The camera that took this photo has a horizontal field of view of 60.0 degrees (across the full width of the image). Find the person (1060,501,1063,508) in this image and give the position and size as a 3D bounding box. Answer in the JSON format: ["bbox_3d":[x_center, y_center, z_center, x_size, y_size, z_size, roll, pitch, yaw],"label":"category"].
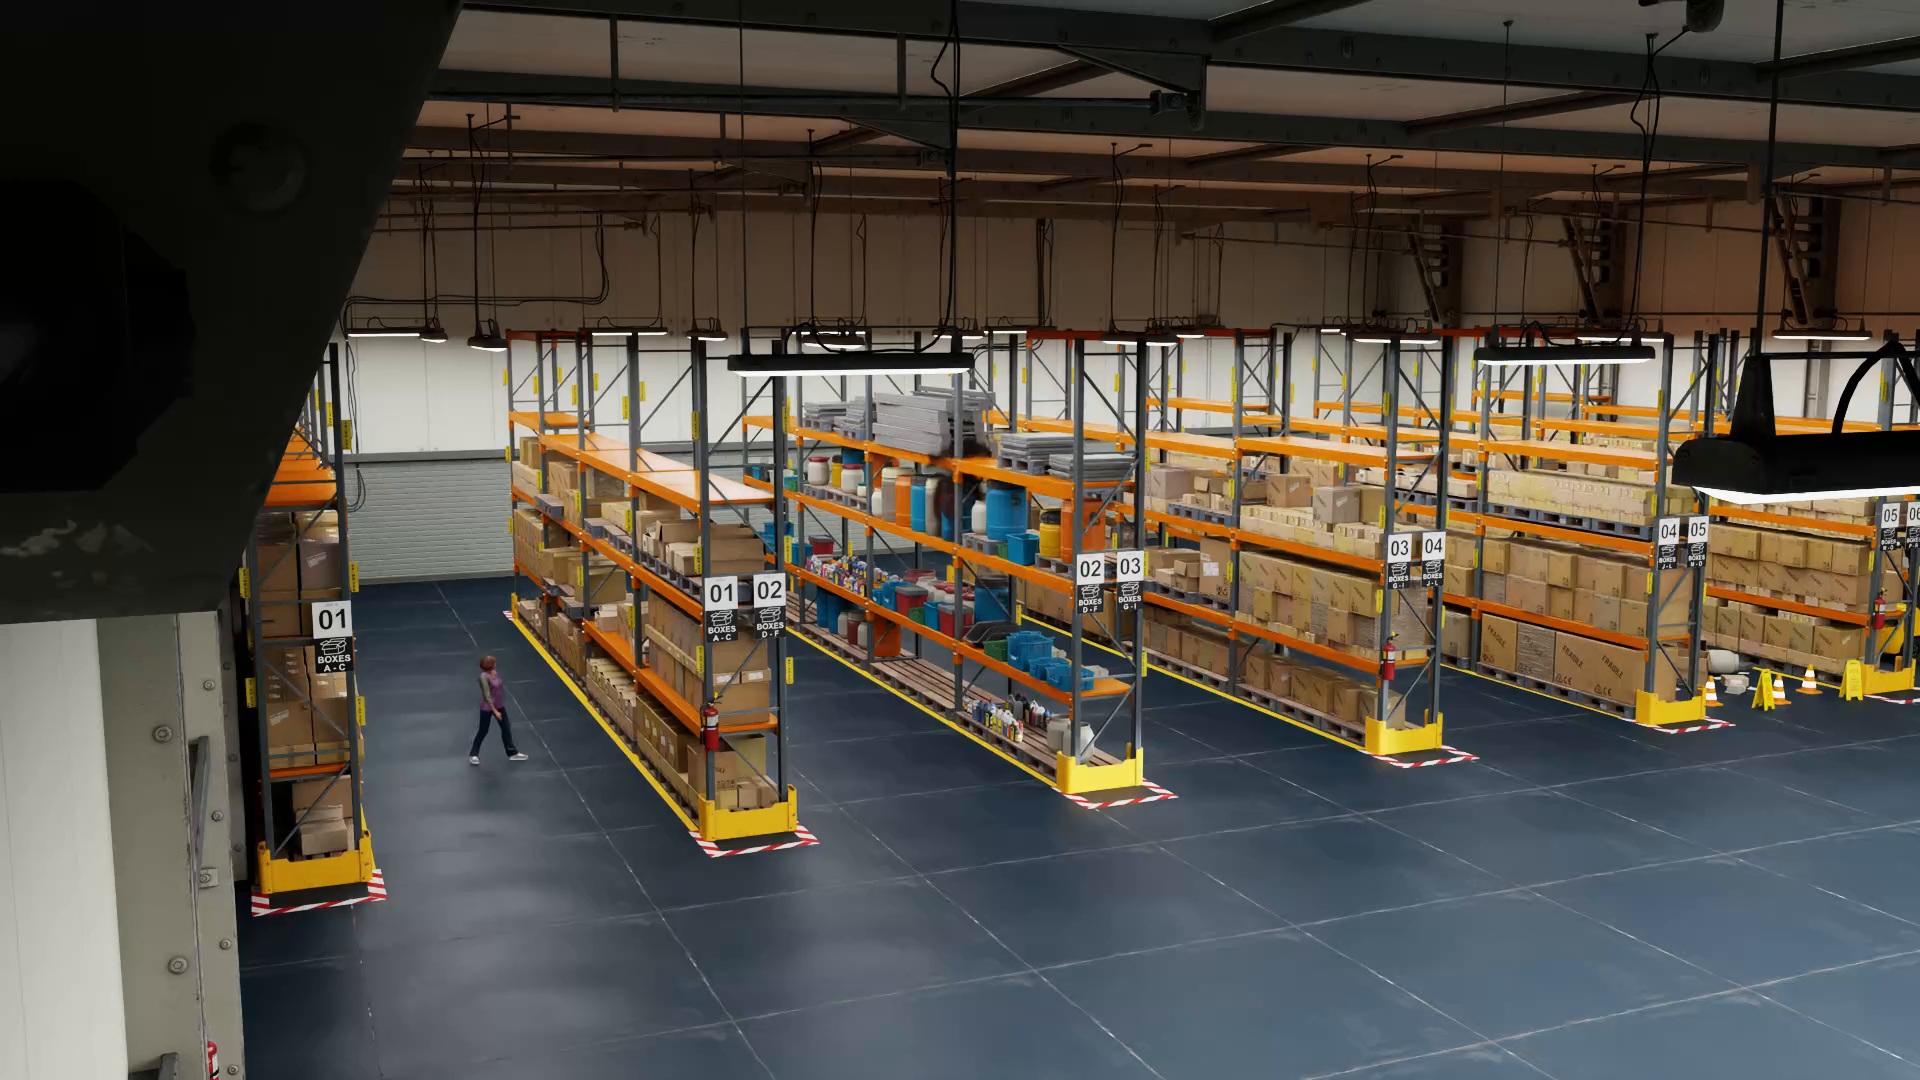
[{"bbox_3d":[2.755,-0.433,43.114,0.565,1.781,0.481,7,11,43],"label":"person"}]

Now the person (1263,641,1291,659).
[{"bbox_3d":[5.823,1.398,29.824,0.546,1.714,1.124,-4,9,-25],"label":"person"}]

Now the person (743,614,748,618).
[{"bbox_3d":[-4.124,1.202,31.683,0.508,1.688,0.467,-1,8,-9],"label":"person"}]

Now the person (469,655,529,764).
[{"bbox_3d":[-6.558,2.374,23.476,0.755,1.559,0.539,3,8,20],"label":"person"}]
